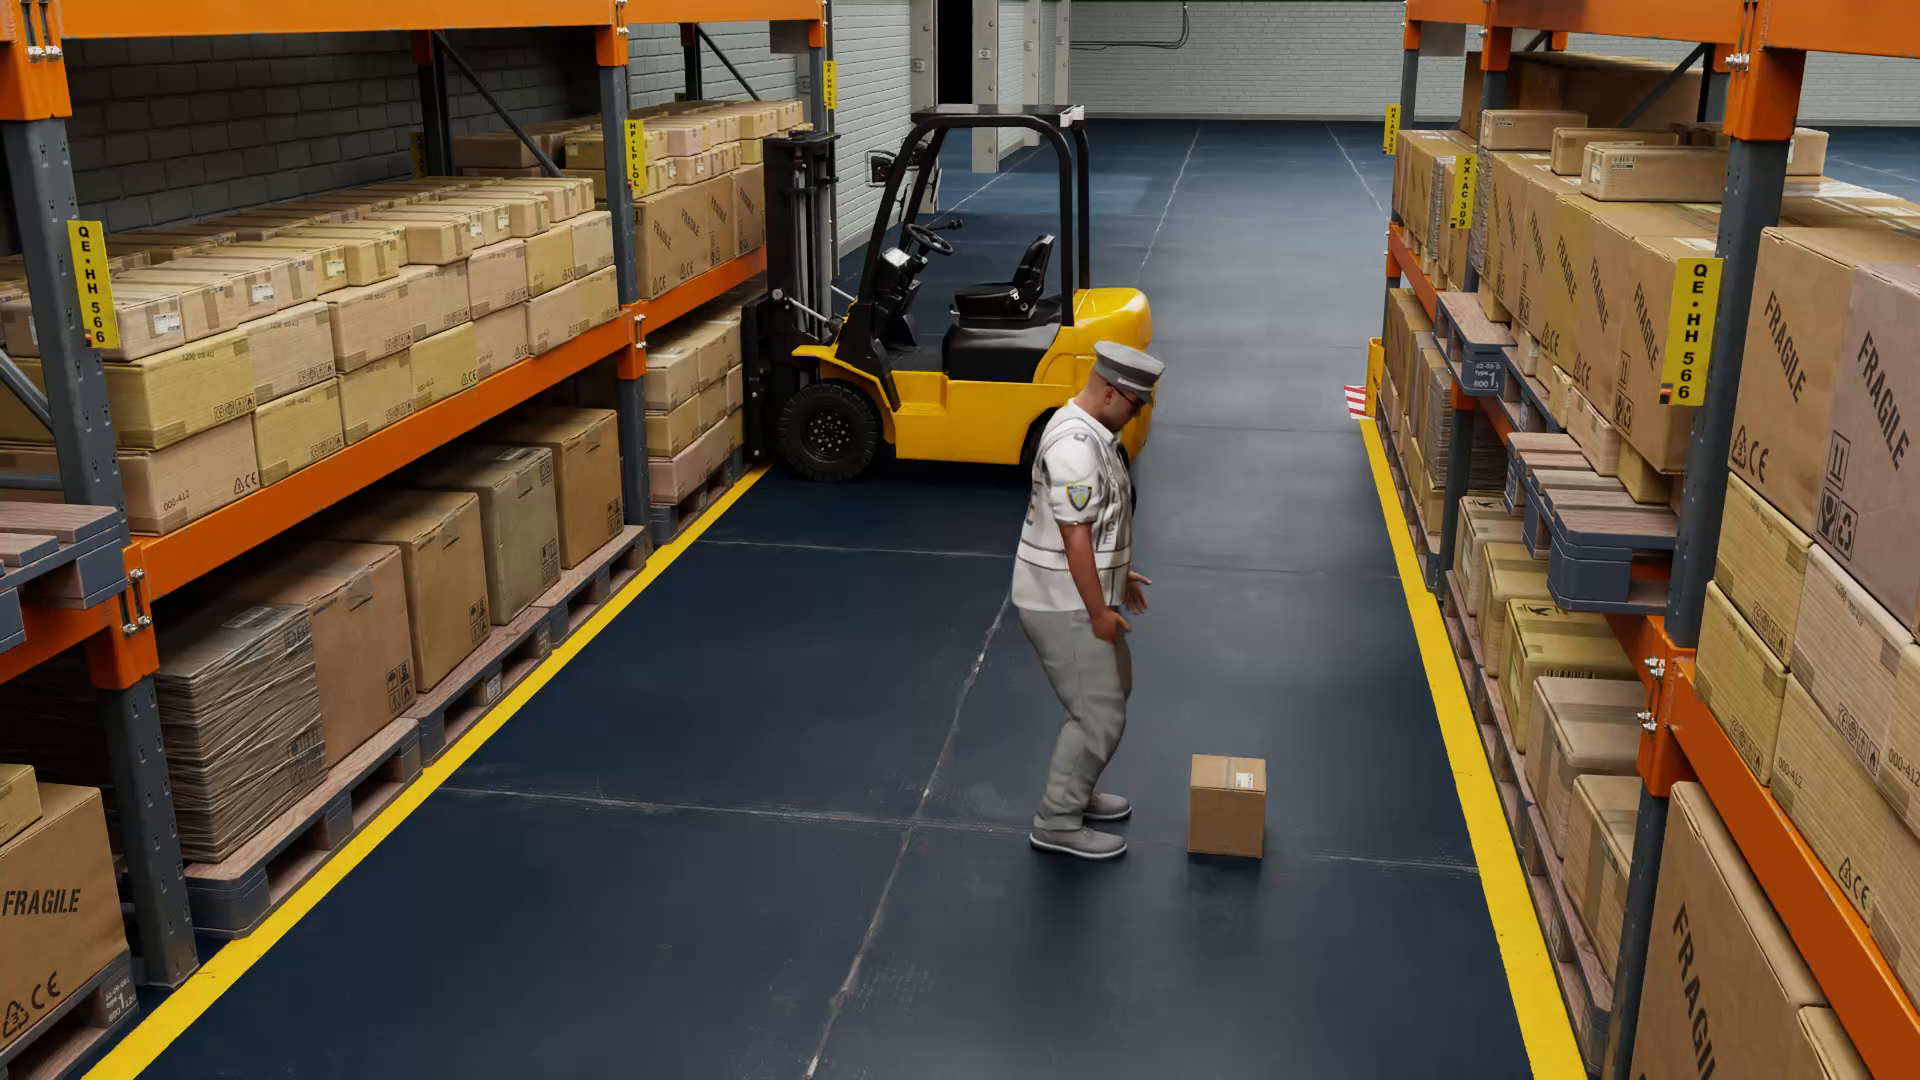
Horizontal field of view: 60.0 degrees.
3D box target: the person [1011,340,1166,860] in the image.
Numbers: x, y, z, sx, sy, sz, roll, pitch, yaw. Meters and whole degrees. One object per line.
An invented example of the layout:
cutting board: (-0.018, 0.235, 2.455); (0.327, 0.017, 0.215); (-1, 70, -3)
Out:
person: (0.418, 0.190, 5.544); (0.475, 1.707, 0.553); (3, 18, 10)
